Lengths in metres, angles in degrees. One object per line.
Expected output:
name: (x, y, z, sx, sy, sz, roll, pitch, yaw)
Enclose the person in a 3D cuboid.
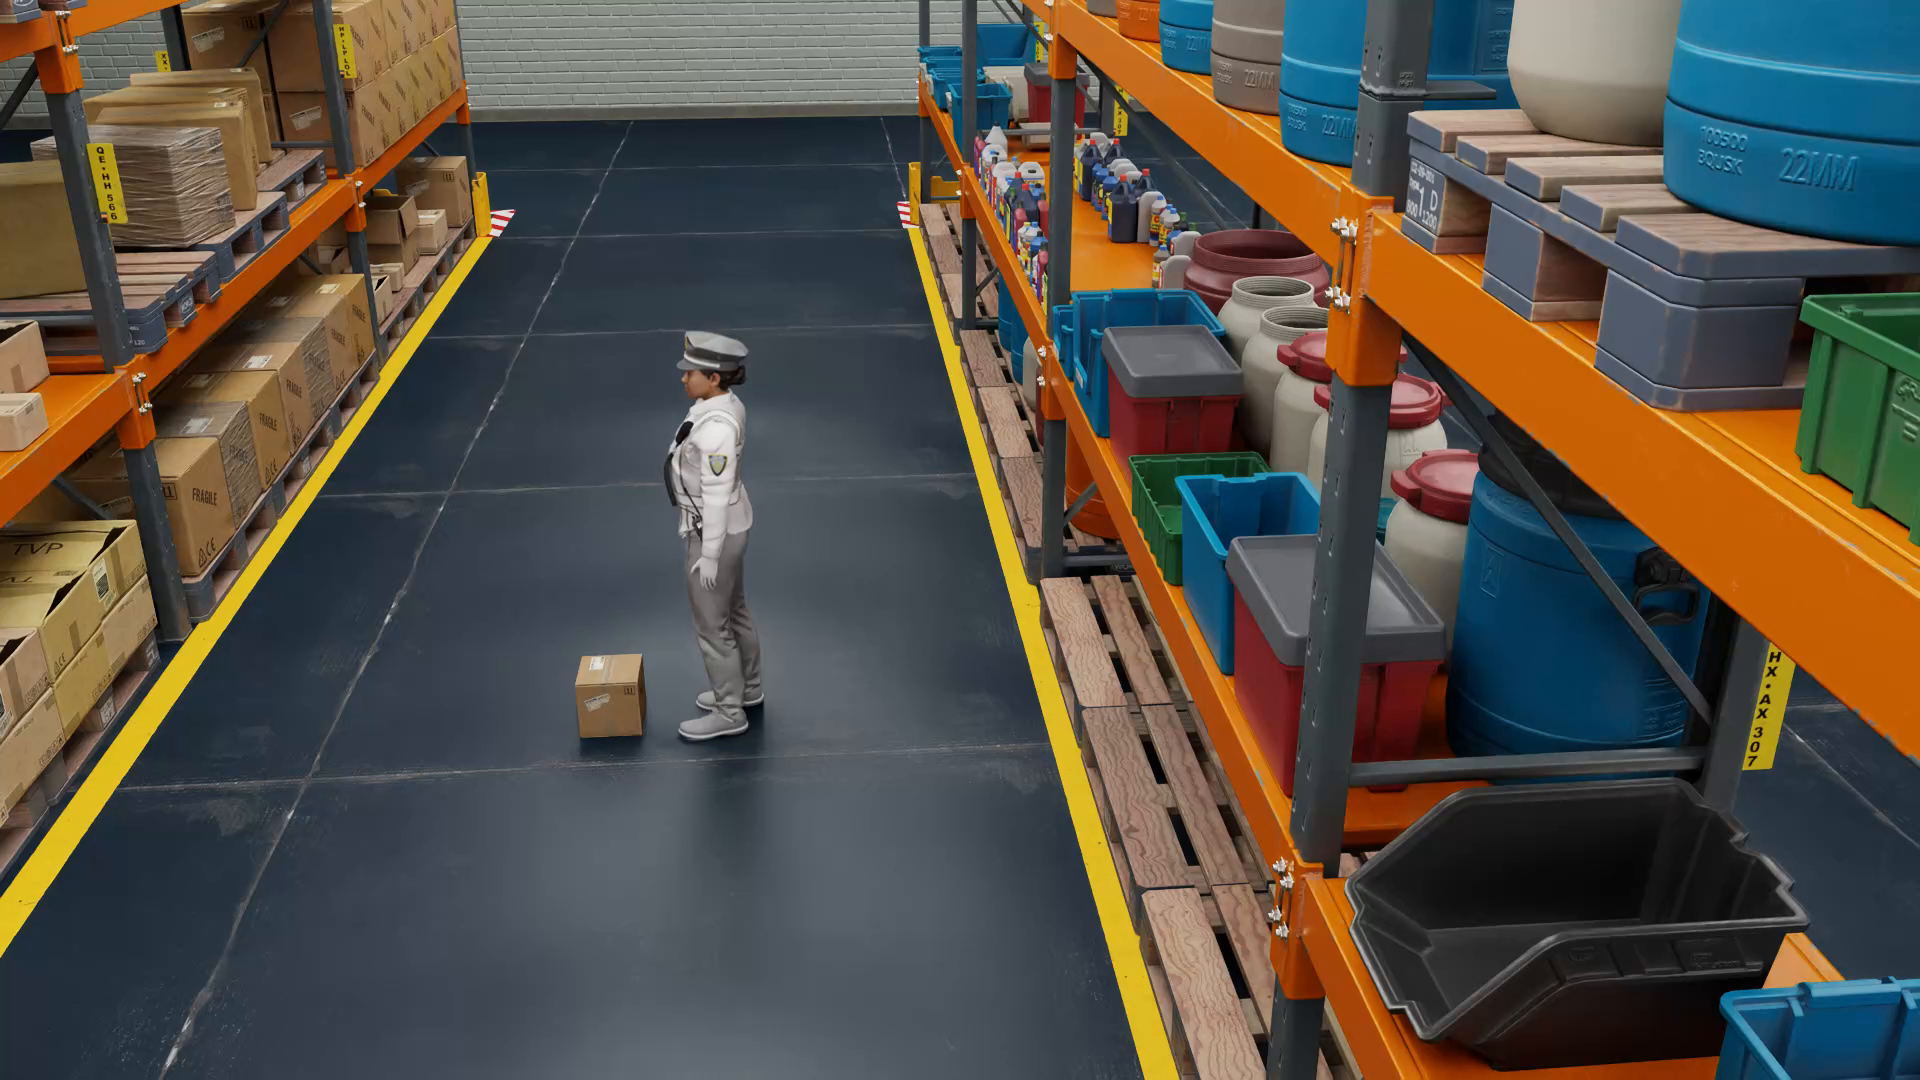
person: (-0.985, -0.016, 6.620, 0.362, 1.691, 0.482, -2, 24, -4)
